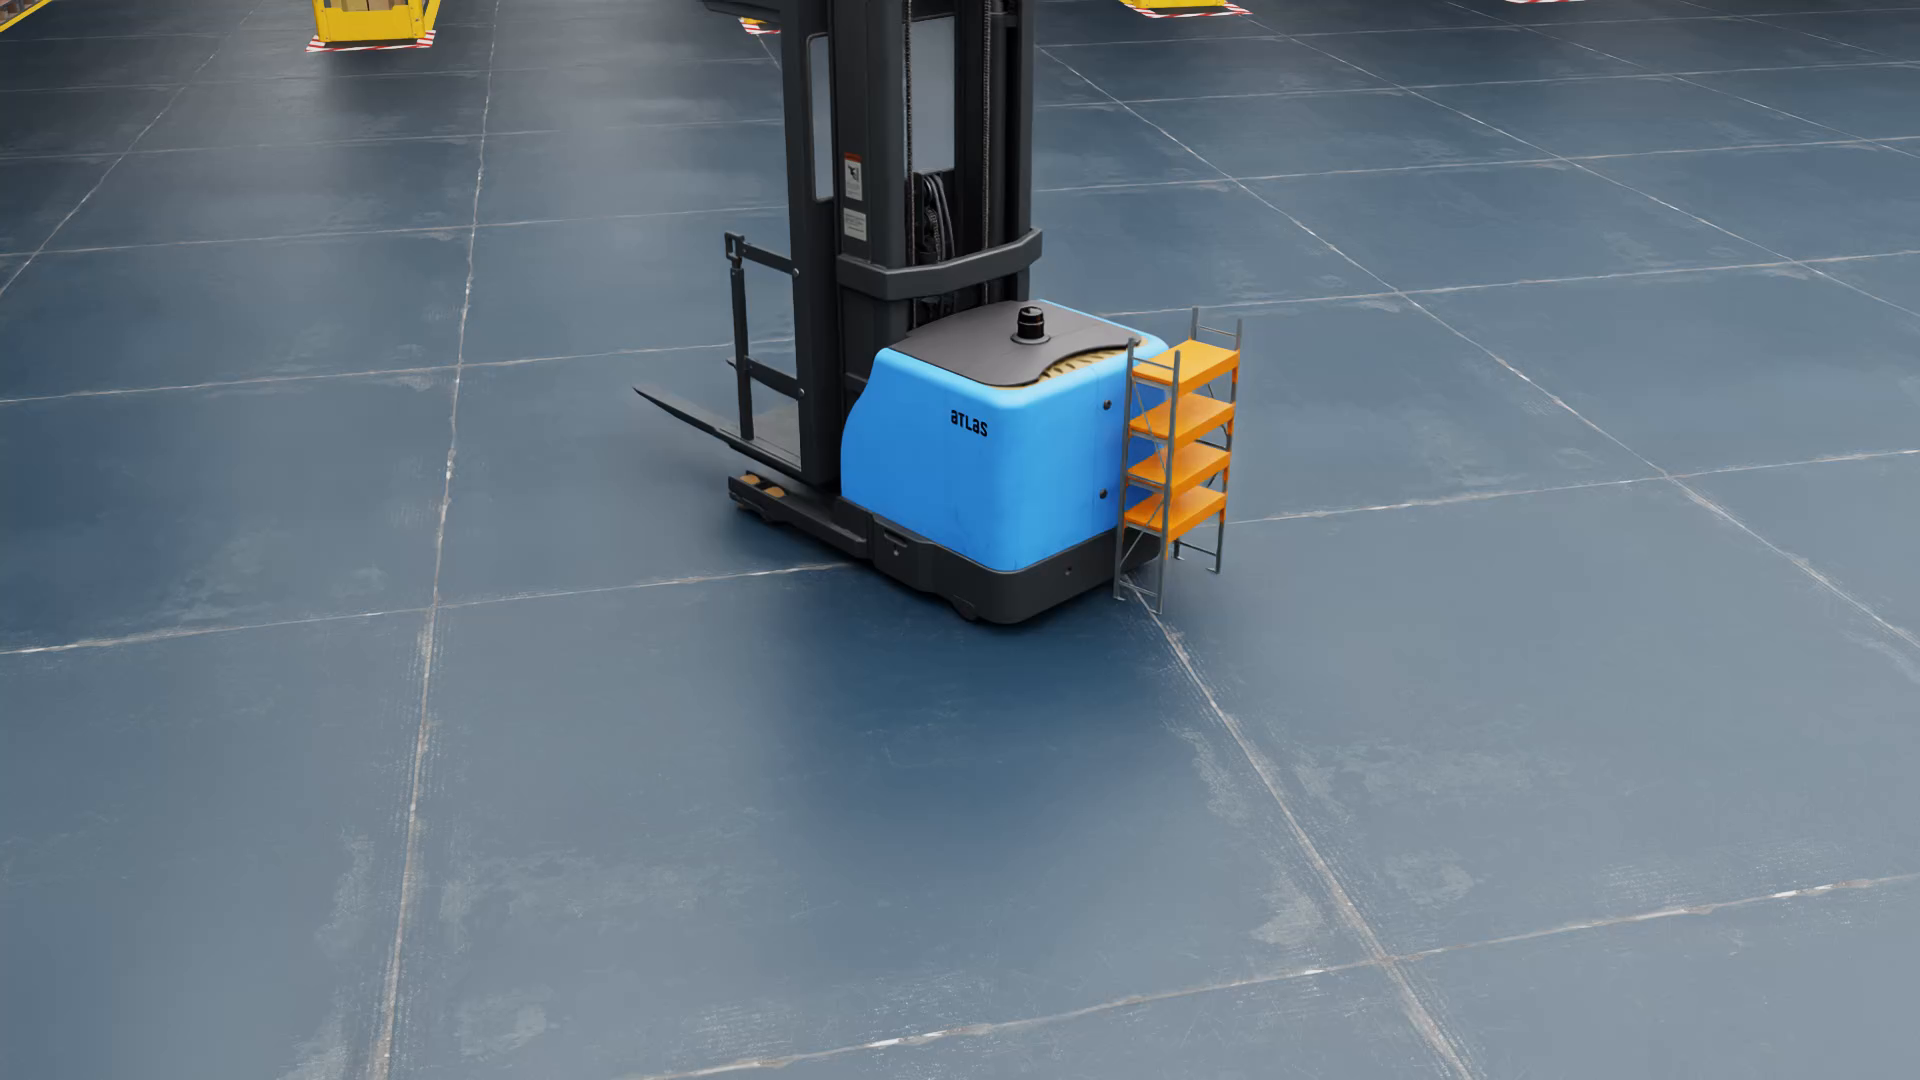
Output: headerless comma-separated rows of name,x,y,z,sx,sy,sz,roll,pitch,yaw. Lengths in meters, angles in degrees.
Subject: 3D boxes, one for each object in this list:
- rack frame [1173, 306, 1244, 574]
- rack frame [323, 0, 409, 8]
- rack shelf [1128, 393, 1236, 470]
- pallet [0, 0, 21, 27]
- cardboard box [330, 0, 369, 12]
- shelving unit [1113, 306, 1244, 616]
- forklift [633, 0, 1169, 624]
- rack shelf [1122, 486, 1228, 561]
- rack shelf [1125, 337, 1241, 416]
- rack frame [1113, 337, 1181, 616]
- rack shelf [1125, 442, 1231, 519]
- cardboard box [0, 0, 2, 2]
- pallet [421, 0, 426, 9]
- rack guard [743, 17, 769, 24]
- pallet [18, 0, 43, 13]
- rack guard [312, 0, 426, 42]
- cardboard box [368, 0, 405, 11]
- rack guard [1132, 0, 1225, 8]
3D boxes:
rack frame,1.076,-0.419,7.246,0.240,1.200,0.015,21,33,34
rack frame,-6.824,-7.189,18.664,1.000,3.000,0.127,-6,27,-12
rack shelf,0.925,-0.473,7.004,0.258,0.148,0.480,21,33,34
pallet,-12.086,-6.367,20.131,1.003,0.211,1.213,-6,27,-12
cardboard box,-7.232,-6.354,19.596,0.500,0.250,0.500,-6,27,-12
shelving unit,0.923,-0.334,7.076,0.258,1.200,0.503,21,33,34
forklift,-0.468,-1.534,7.536,1.130,2.935,3.031,-23,35,-38
rack shelf,0.921,-0.097,7.197,0.258,0.148,0.480,21,33,34
rack shelf,0.927,-0.683,6.896,0.258,0.148,0.480,21,33,34
rack frame,0.771,-0.248,6.906,0.240,1.200,0.015,21,33,34
rack shelf,0.923,-0.274,7.107,0.258,0.148,0.480,21,33,34
cardboard box,-11.962,-6.655,19.892,0.700,0.500,0.500,-8,28,-15
pallet,-7.308,-6.810,21.008,1.003,0.211,1.213,-6,27,-12
rack guard,-2.060,-6.603,20.277,1.175,0.500,0.348,-6,27,-12
pallet,-12.365,-6.904,21.194,1.003,0.211,1.213,-6,27,-12
rack guard,-6.818,-6.062,19.206,1.175,0.500,0.348,-6,27,-12
cardboard box,-6.728,-6.407,19.700,0.500,0.250,0.500,-6,27,-12
rack guard,2.812,-7.111,21.283,1.175,0.500,0.348,-6,27,-12
